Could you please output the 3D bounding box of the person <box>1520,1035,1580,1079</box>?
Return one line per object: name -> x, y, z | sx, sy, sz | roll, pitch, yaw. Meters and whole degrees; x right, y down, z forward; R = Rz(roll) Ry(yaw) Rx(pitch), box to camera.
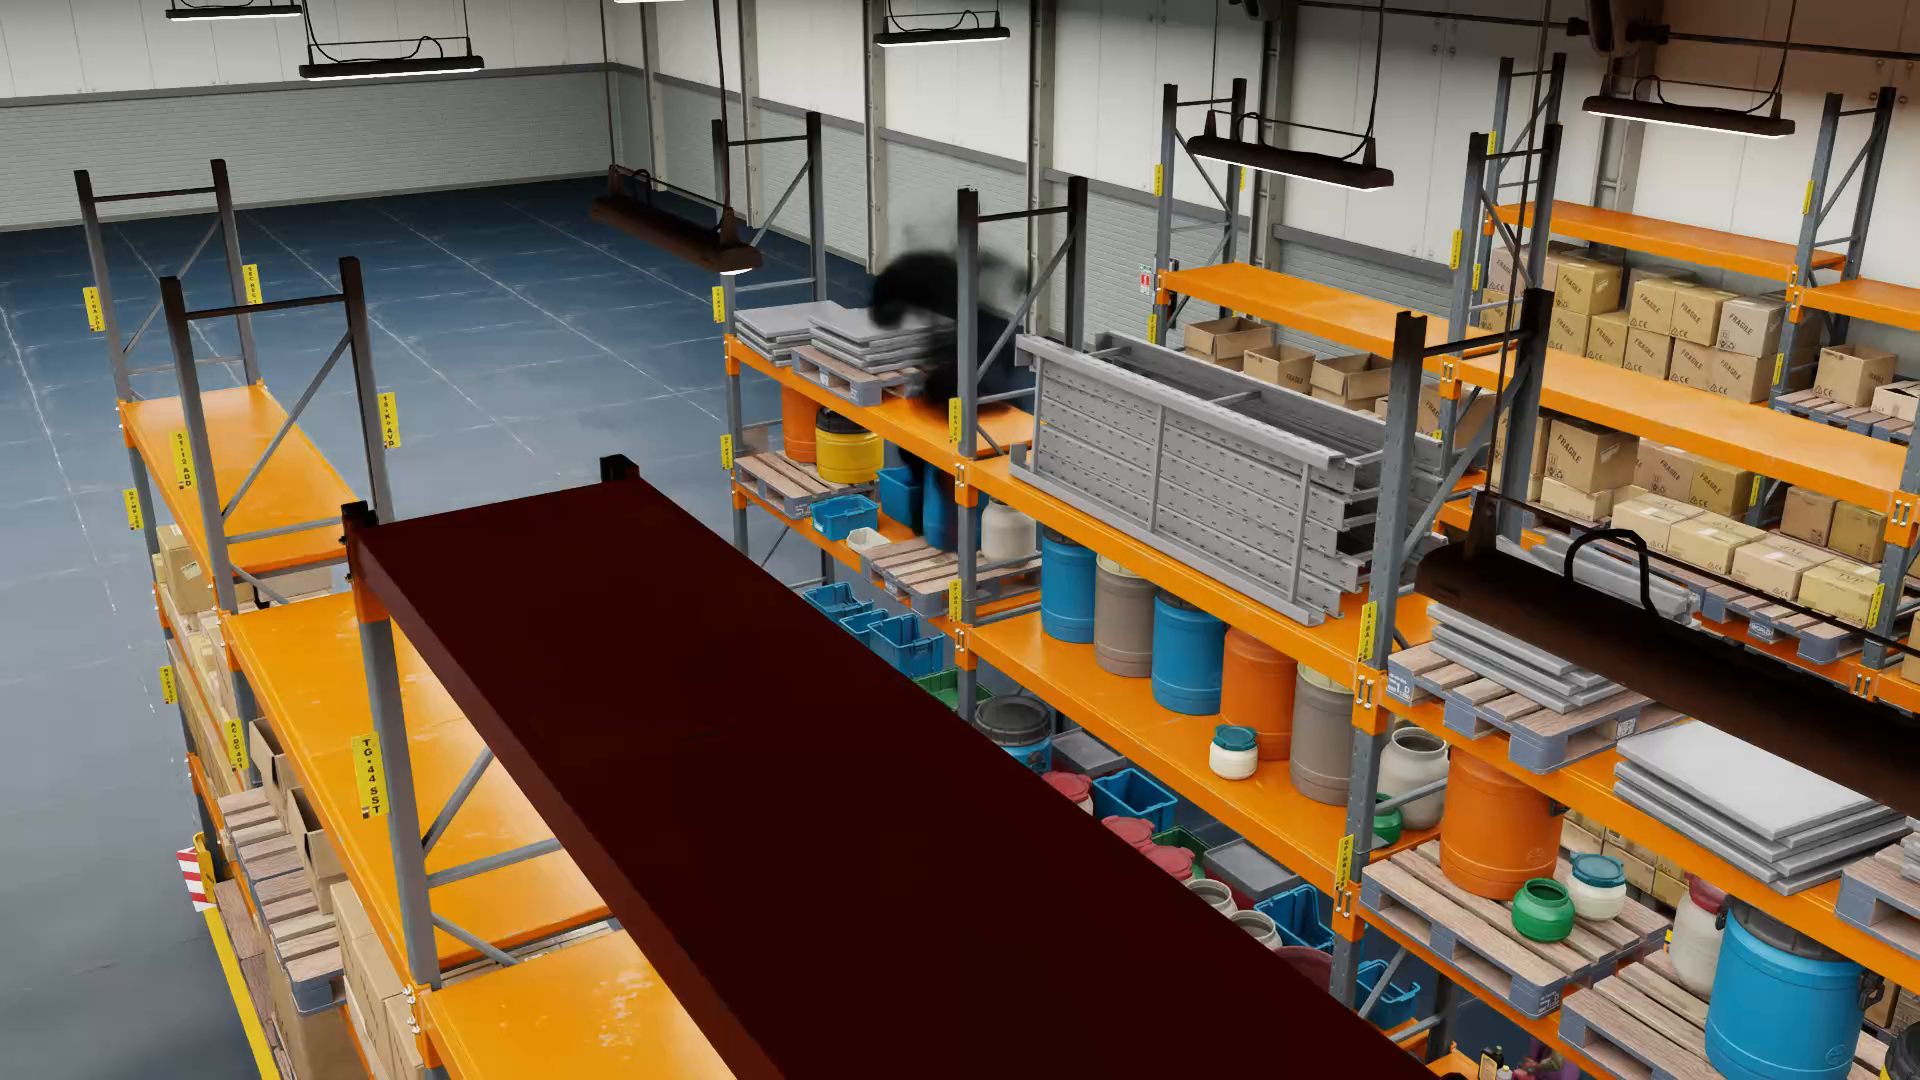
person -> 3.857, 3.461, 10.691 | 0.542, 1.574, 0.694 | -16, 27, -35
